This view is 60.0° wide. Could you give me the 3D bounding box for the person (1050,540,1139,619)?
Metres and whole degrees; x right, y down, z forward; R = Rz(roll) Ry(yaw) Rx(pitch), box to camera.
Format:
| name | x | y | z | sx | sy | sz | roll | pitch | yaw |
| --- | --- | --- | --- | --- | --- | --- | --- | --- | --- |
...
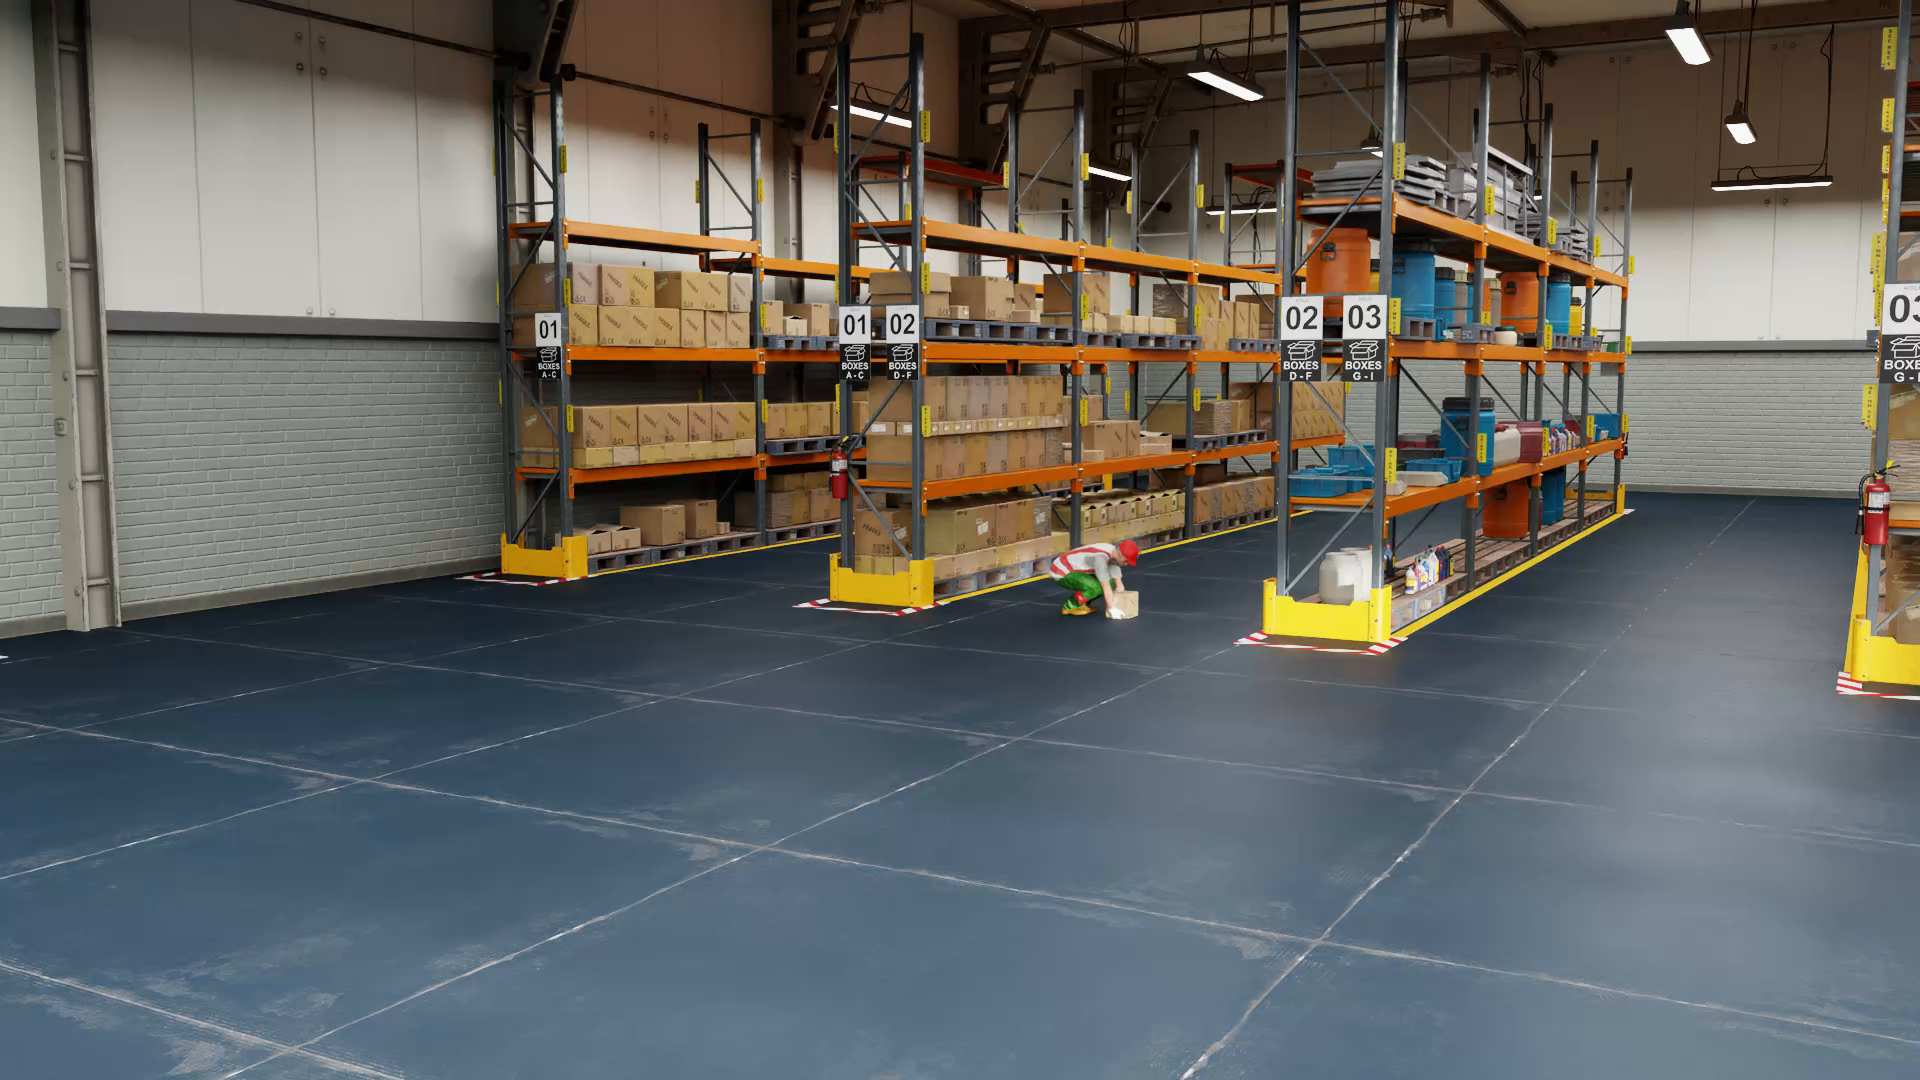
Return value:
| name | x | y | z | sx | sy | sz | roll | pitch | yaw |
| --- | --- | --- | --- | --- | --- | --- | --- | --- | --- |
| person | 1.393 | 0.430 | 17.181 | 0.923 | 0.878 | 0.544 | 3 | 7 | 28 |
